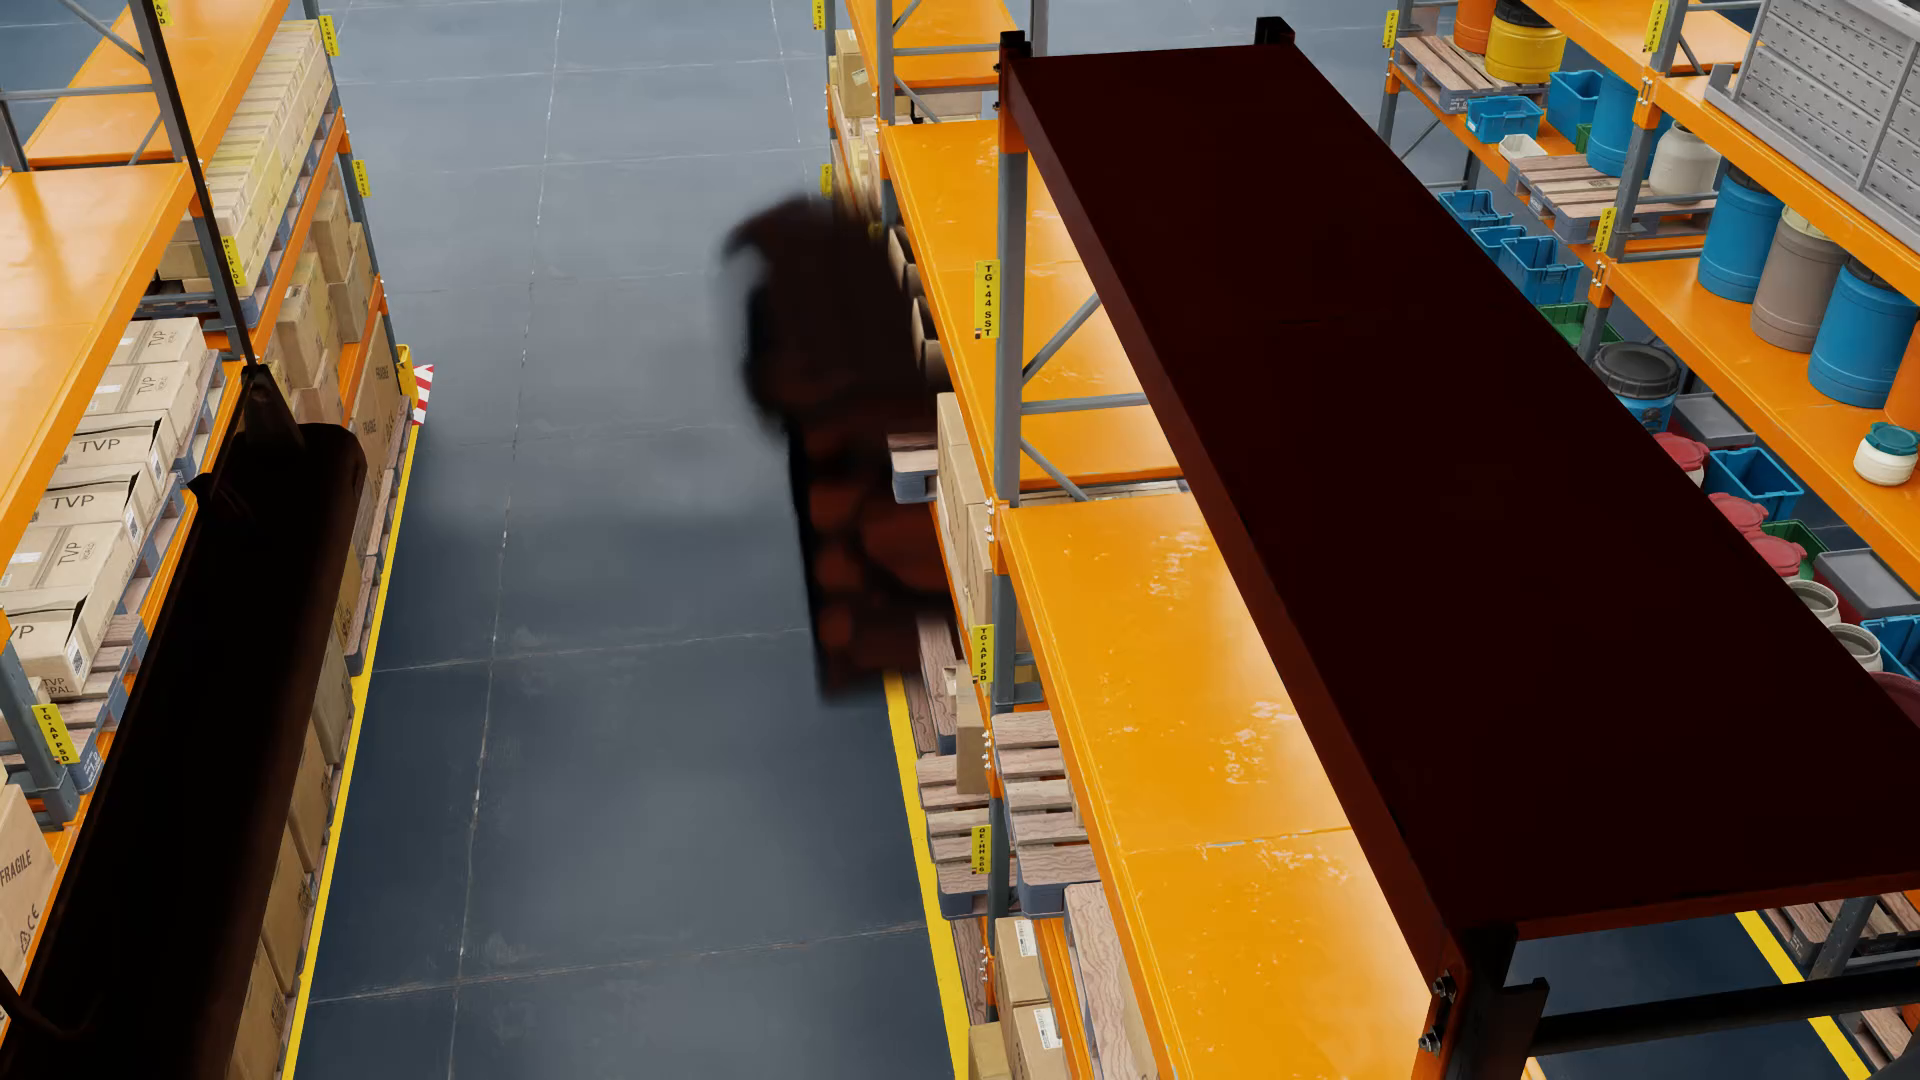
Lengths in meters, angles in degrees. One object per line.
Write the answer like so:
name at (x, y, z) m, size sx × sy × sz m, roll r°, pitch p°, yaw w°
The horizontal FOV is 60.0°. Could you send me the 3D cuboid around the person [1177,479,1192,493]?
person at (1.792, -0.761, 12.511) m, size 0.504 × 1.828 × 0.628 m, roll 11°, pitch 38°, yaw 15°
